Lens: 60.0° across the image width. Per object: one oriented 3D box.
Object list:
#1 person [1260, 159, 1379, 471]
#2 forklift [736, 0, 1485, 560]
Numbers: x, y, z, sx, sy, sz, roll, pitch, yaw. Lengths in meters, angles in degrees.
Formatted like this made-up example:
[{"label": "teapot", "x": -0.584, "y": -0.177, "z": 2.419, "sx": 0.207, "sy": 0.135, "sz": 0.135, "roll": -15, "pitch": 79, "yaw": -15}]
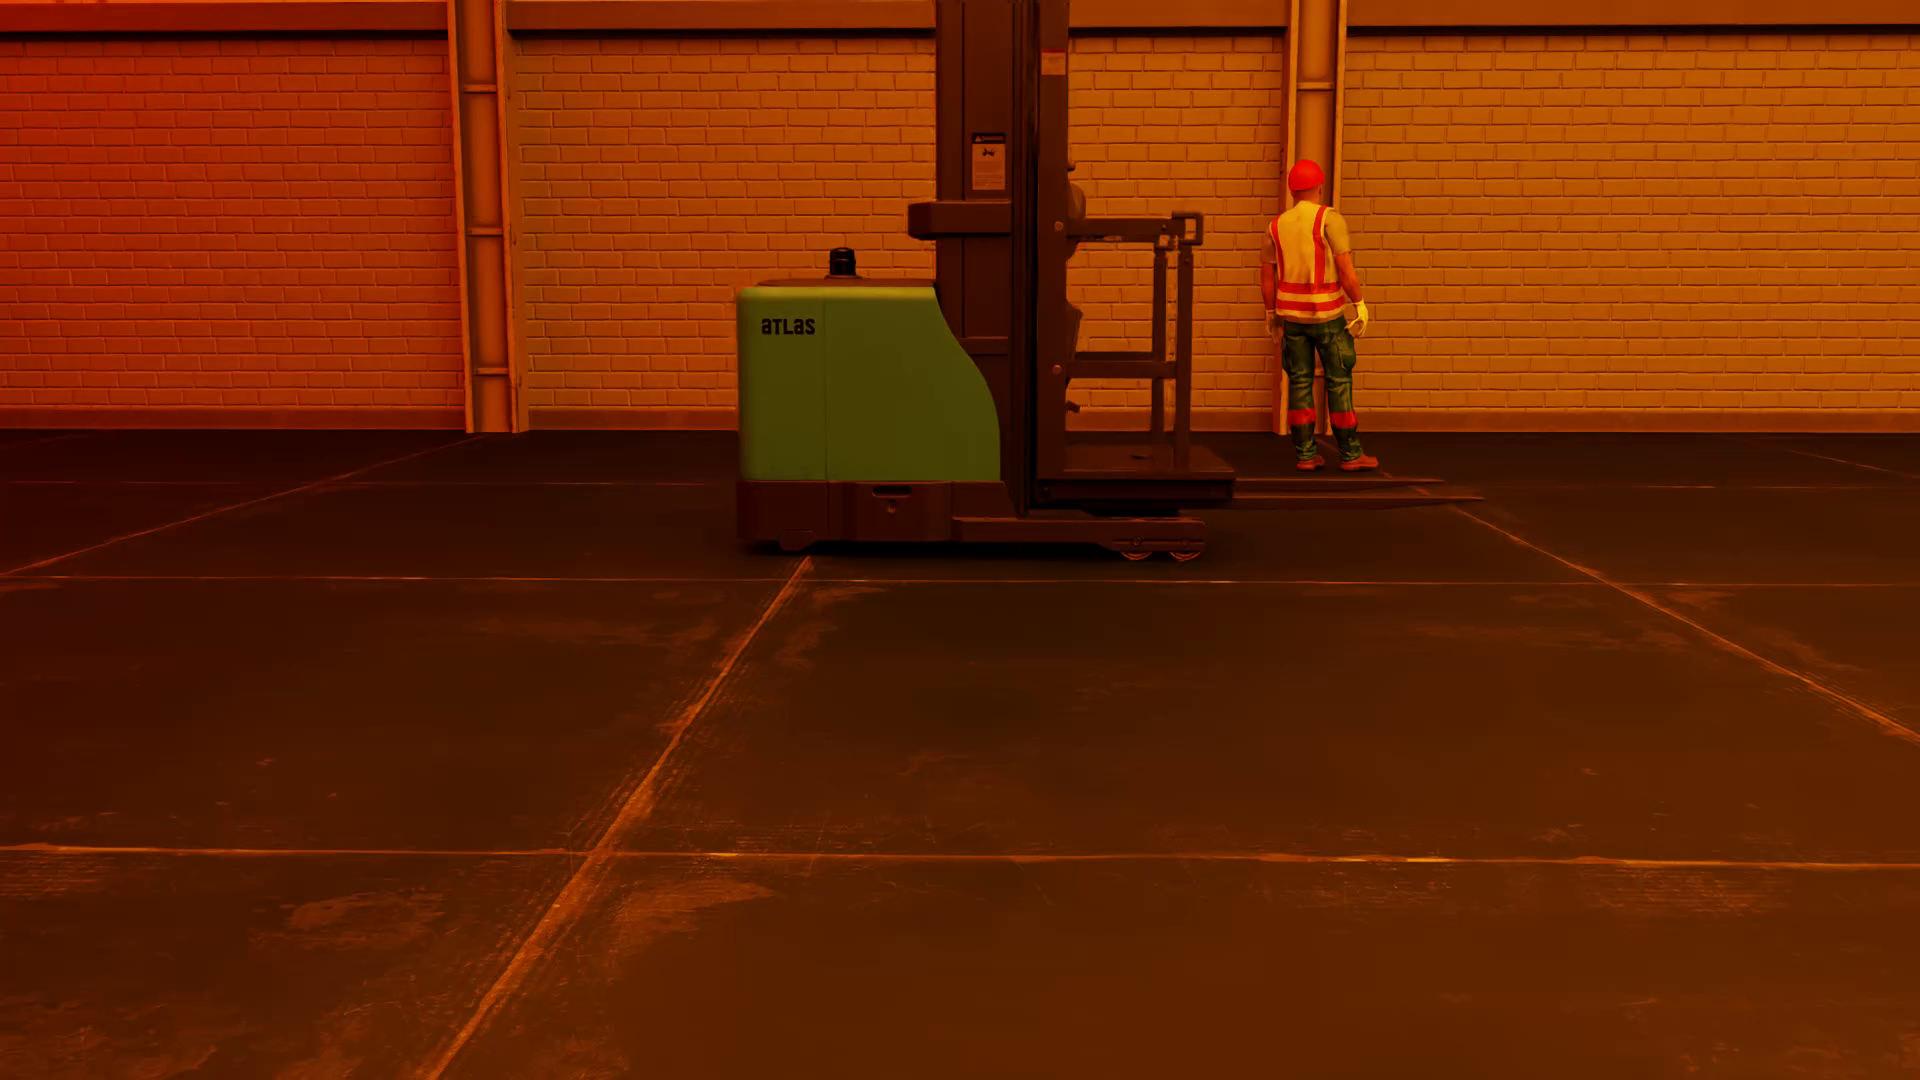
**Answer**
[{"label": "person", "x": 2.100, "y": -1.308, "z": 9.719, "sx": 0.638, "sy": 1.787, "sz": 0.564, "roll": 7, "pitch": 11, "yaw": 38}, {"label": "forklift", "x": 0.621, "y": -1.450, "z": 6.912, "sx": 3.031, "sy": 2.935, "sz": 1.130, "roll": 0, "pitch": 9, "yaw": 1}]
